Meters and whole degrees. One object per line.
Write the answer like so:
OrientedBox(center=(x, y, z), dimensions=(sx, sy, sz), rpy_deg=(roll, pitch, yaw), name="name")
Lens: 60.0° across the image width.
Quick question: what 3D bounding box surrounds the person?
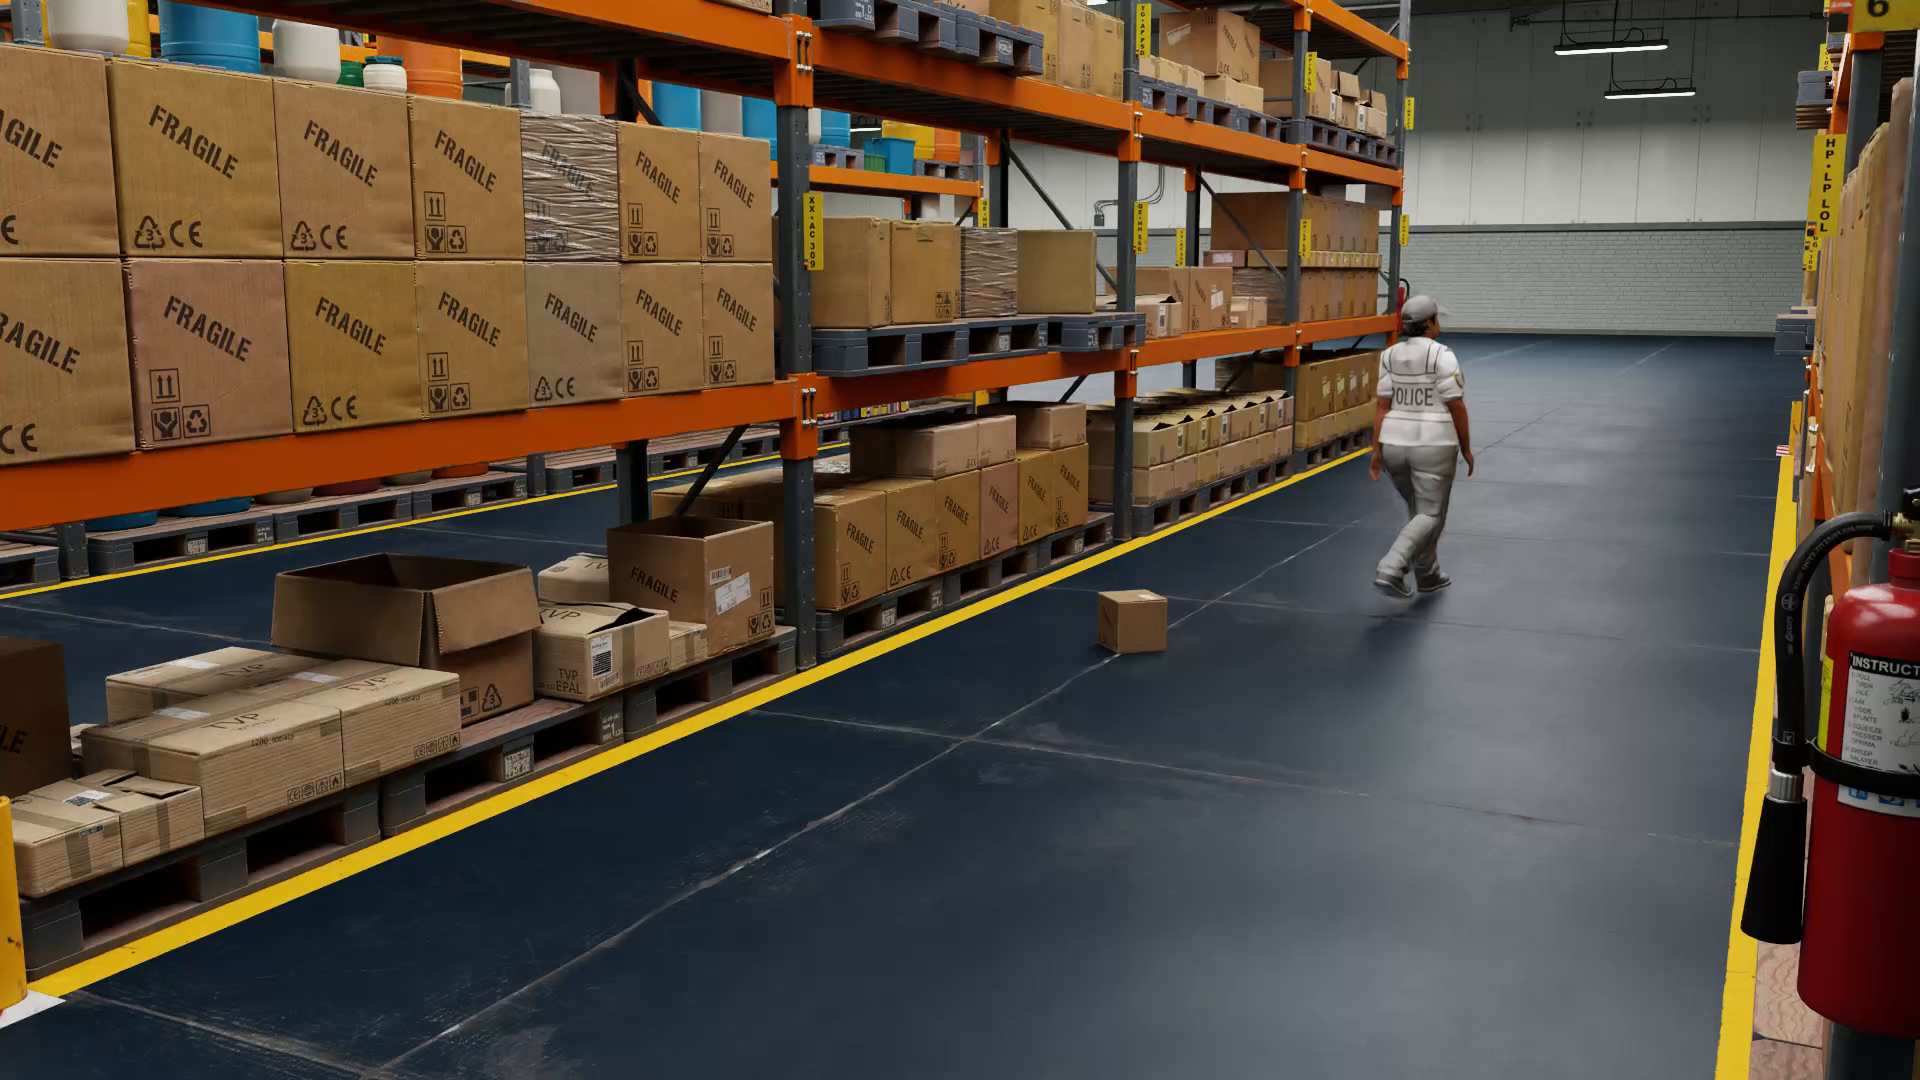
OrientedBox(center=(2.454, -0.484, 8.836), dimensions=(0.929, 1.621, 0.493), rpy_deg=(-7, 12, -38), name="person")
